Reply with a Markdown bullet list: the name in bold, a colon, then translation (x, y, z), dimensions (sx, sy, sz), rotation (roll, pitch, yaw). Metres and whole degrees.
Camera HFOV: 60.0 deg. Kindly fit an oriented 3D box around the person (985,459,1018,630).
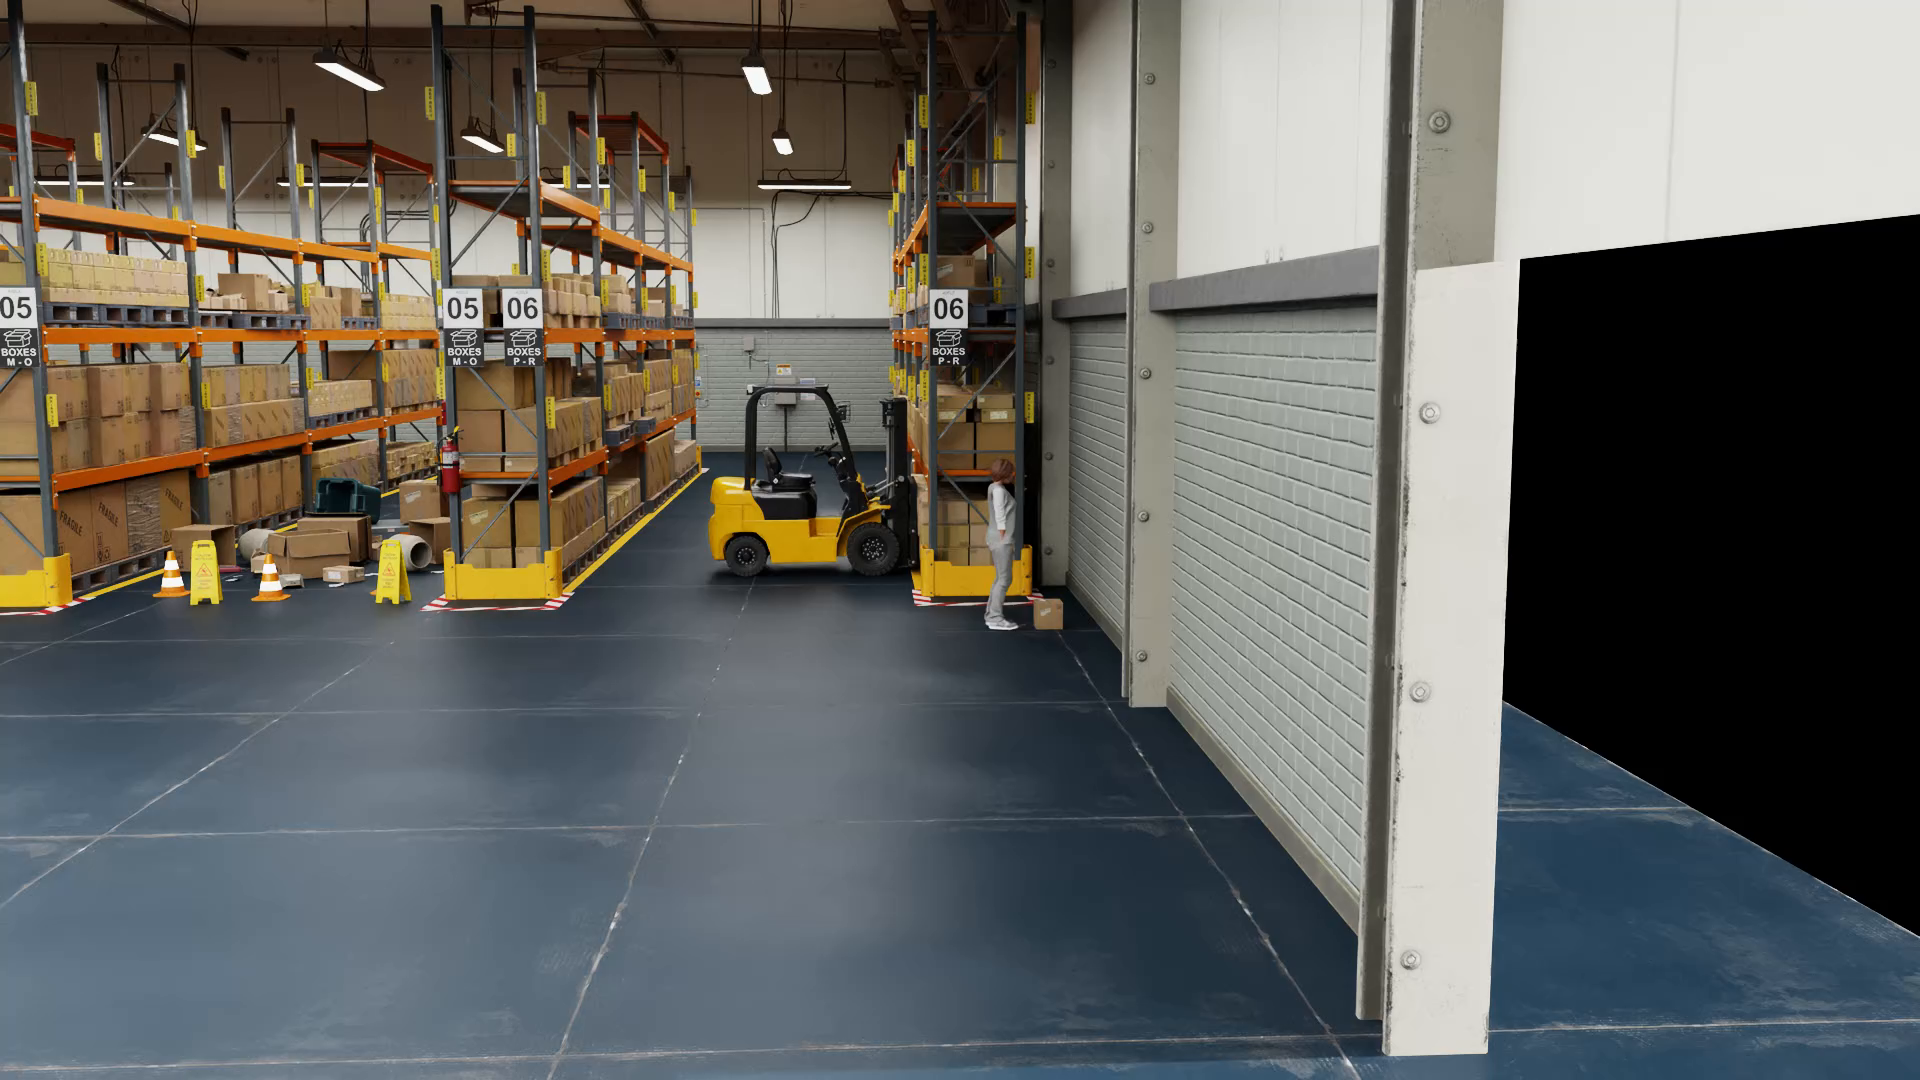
- **person**: translation (0.384, 0.041, 15.542), dimensions (0.301, 1.587, 0.407), rotation (0, 7, -3)
